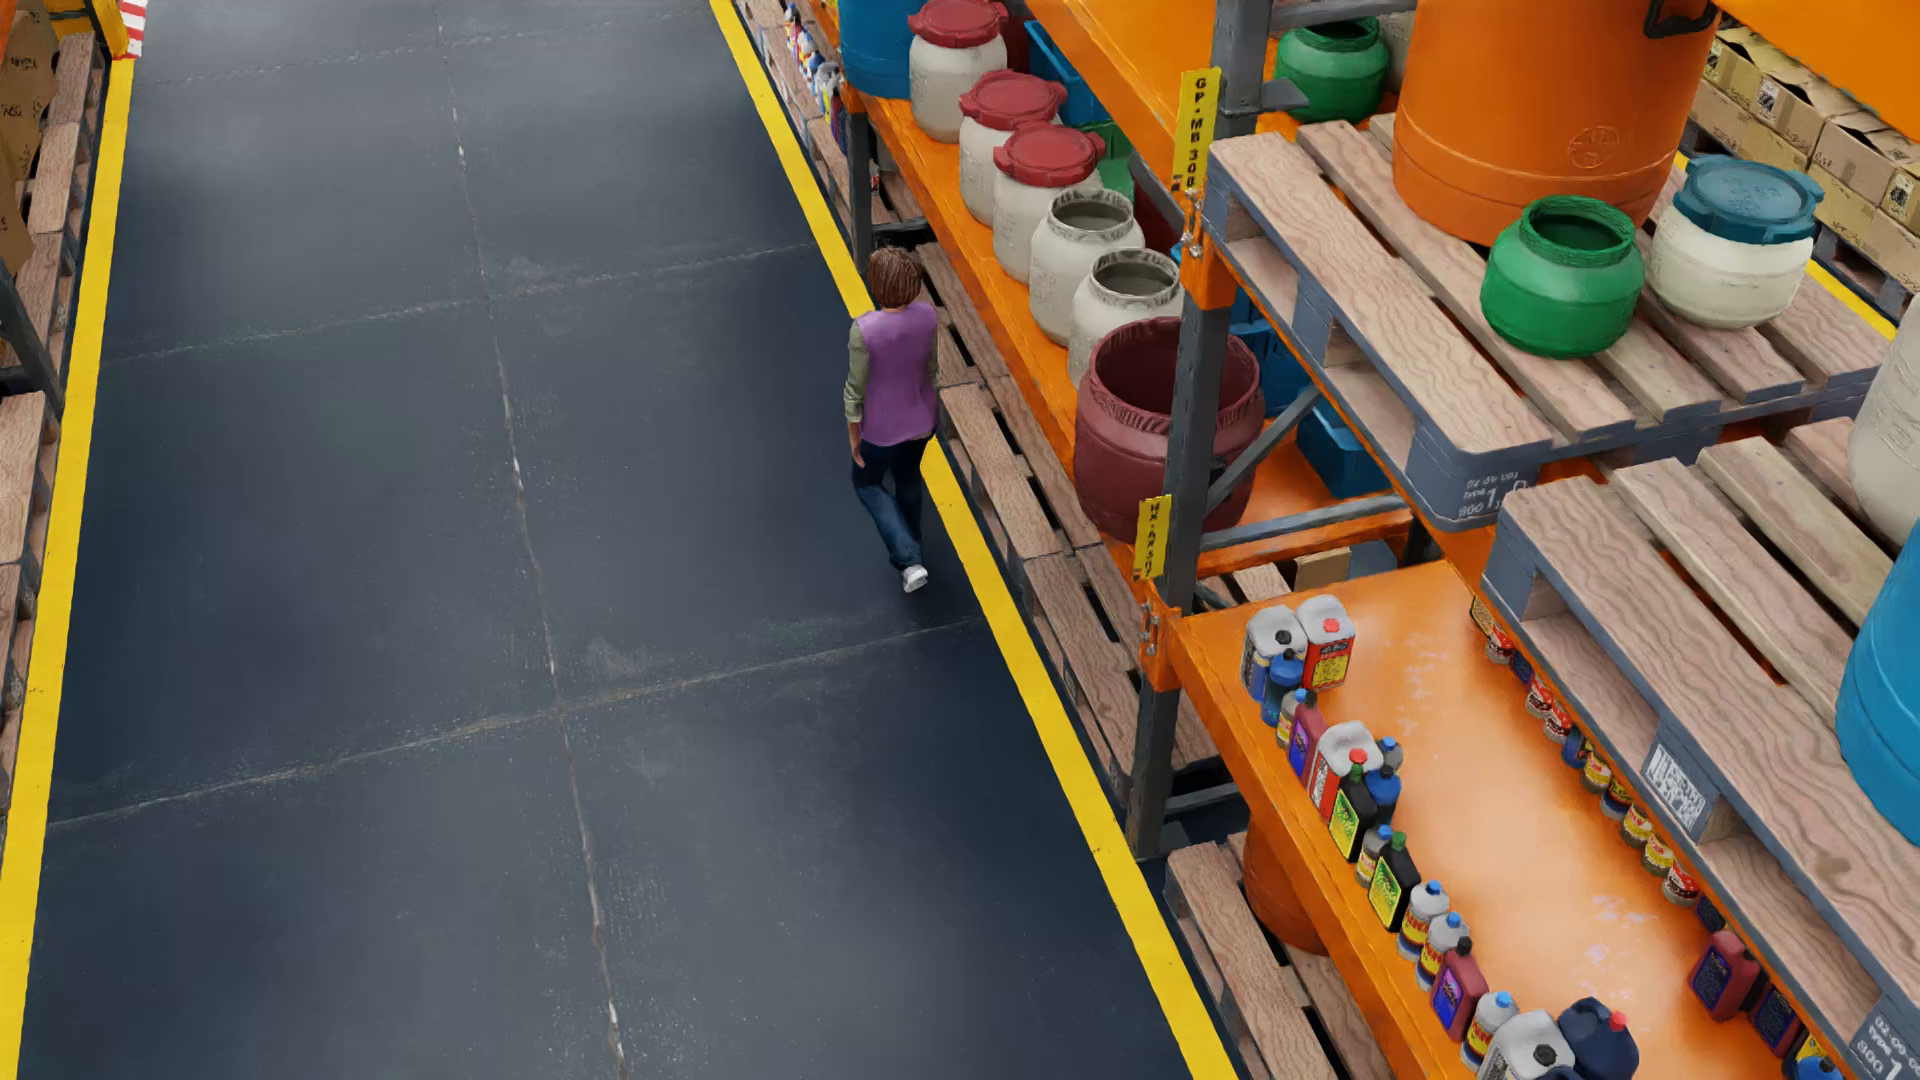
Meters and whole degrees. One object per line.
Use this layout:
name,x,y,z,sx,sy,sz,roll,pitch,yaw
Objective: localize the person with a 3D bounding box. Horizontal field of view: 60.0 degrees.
person,-0.245,-0.428,6.611,0.421,1.579,0.619,-20,46,-20
